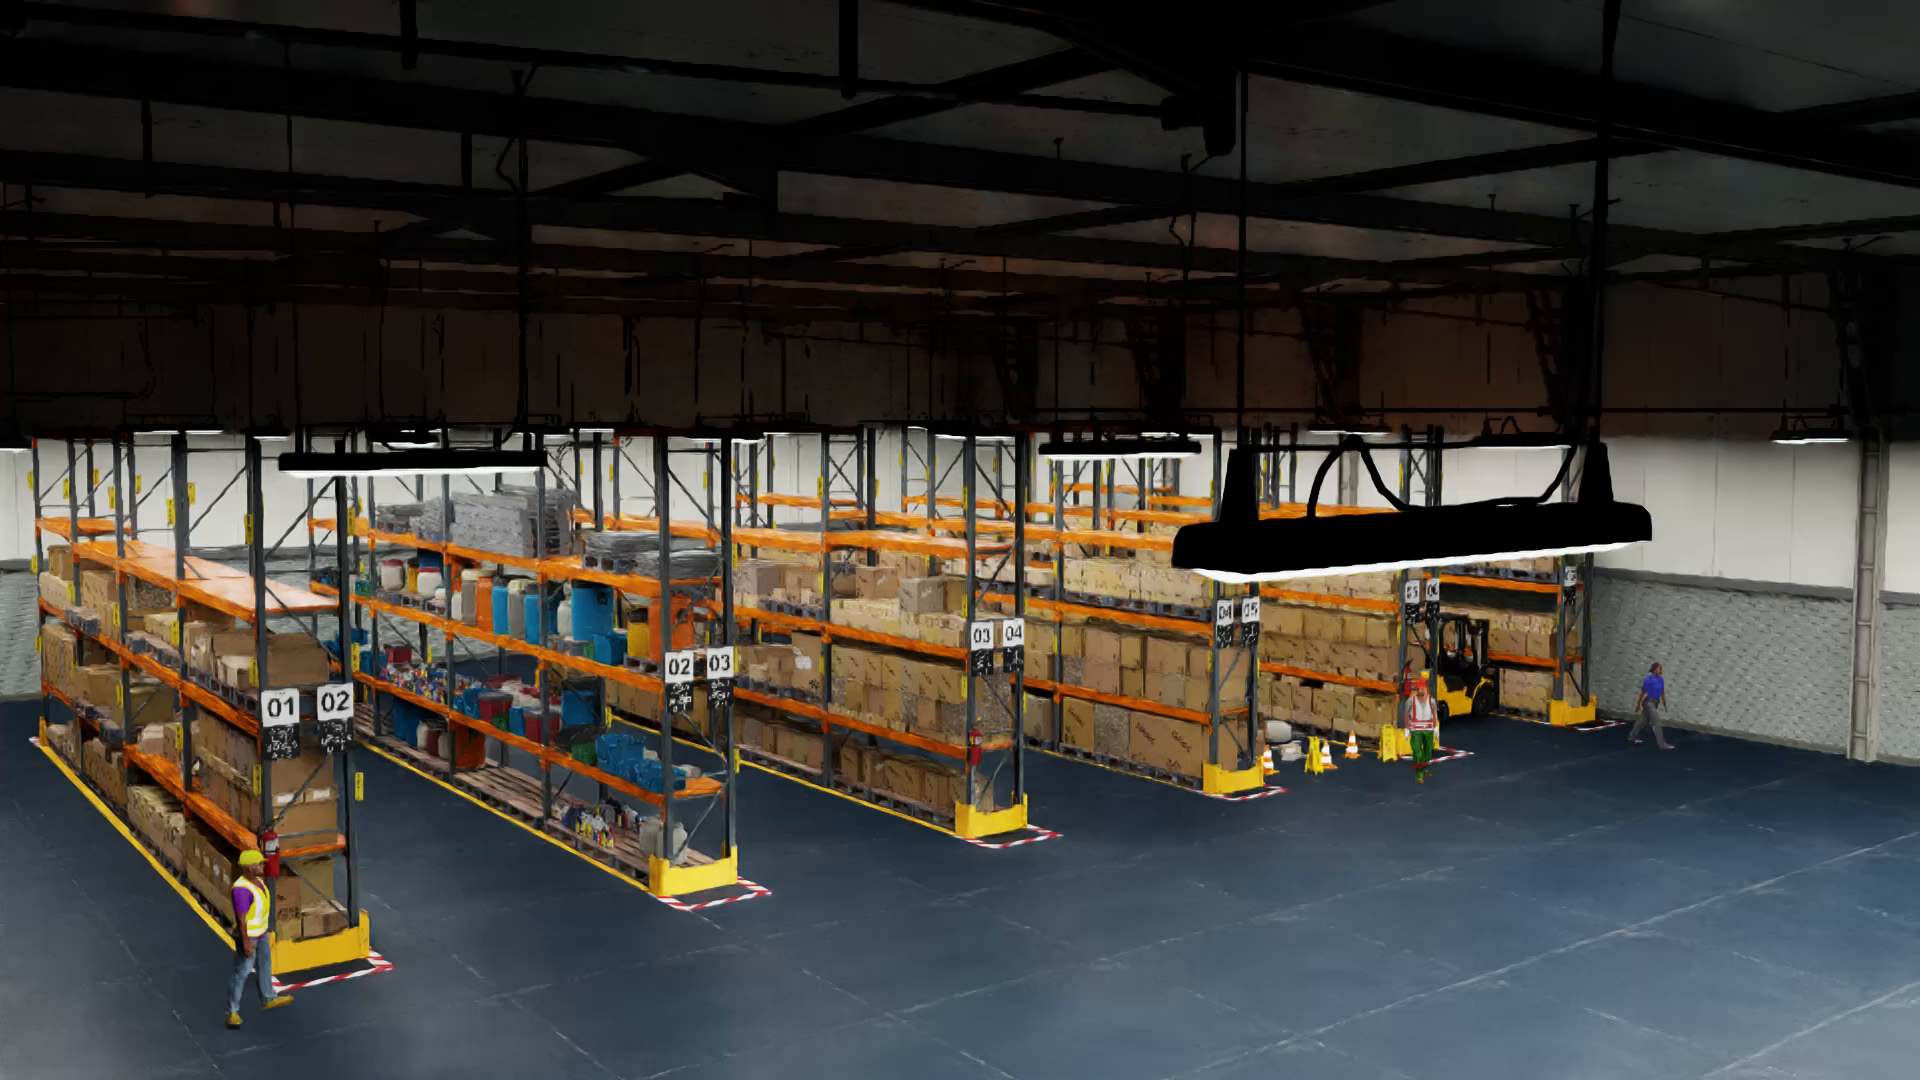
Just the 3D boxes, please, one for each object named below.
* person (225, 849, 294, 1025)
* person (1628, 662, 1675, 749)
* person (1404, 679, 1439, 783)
[{"bbox_3d":[-7.341,4.078,17.299,0.536,1.758,0.709,0,4,-3],"label":"person"},{"bbox_3d":[13.005,3.079,31.200,0.463,1.596,0.998,-3,6,-37],"label":"person"},{"bbox_3d":[7.851,3.226,28.331,0.583,1.775,0.579,0,4,-1],"label":"person"}]
